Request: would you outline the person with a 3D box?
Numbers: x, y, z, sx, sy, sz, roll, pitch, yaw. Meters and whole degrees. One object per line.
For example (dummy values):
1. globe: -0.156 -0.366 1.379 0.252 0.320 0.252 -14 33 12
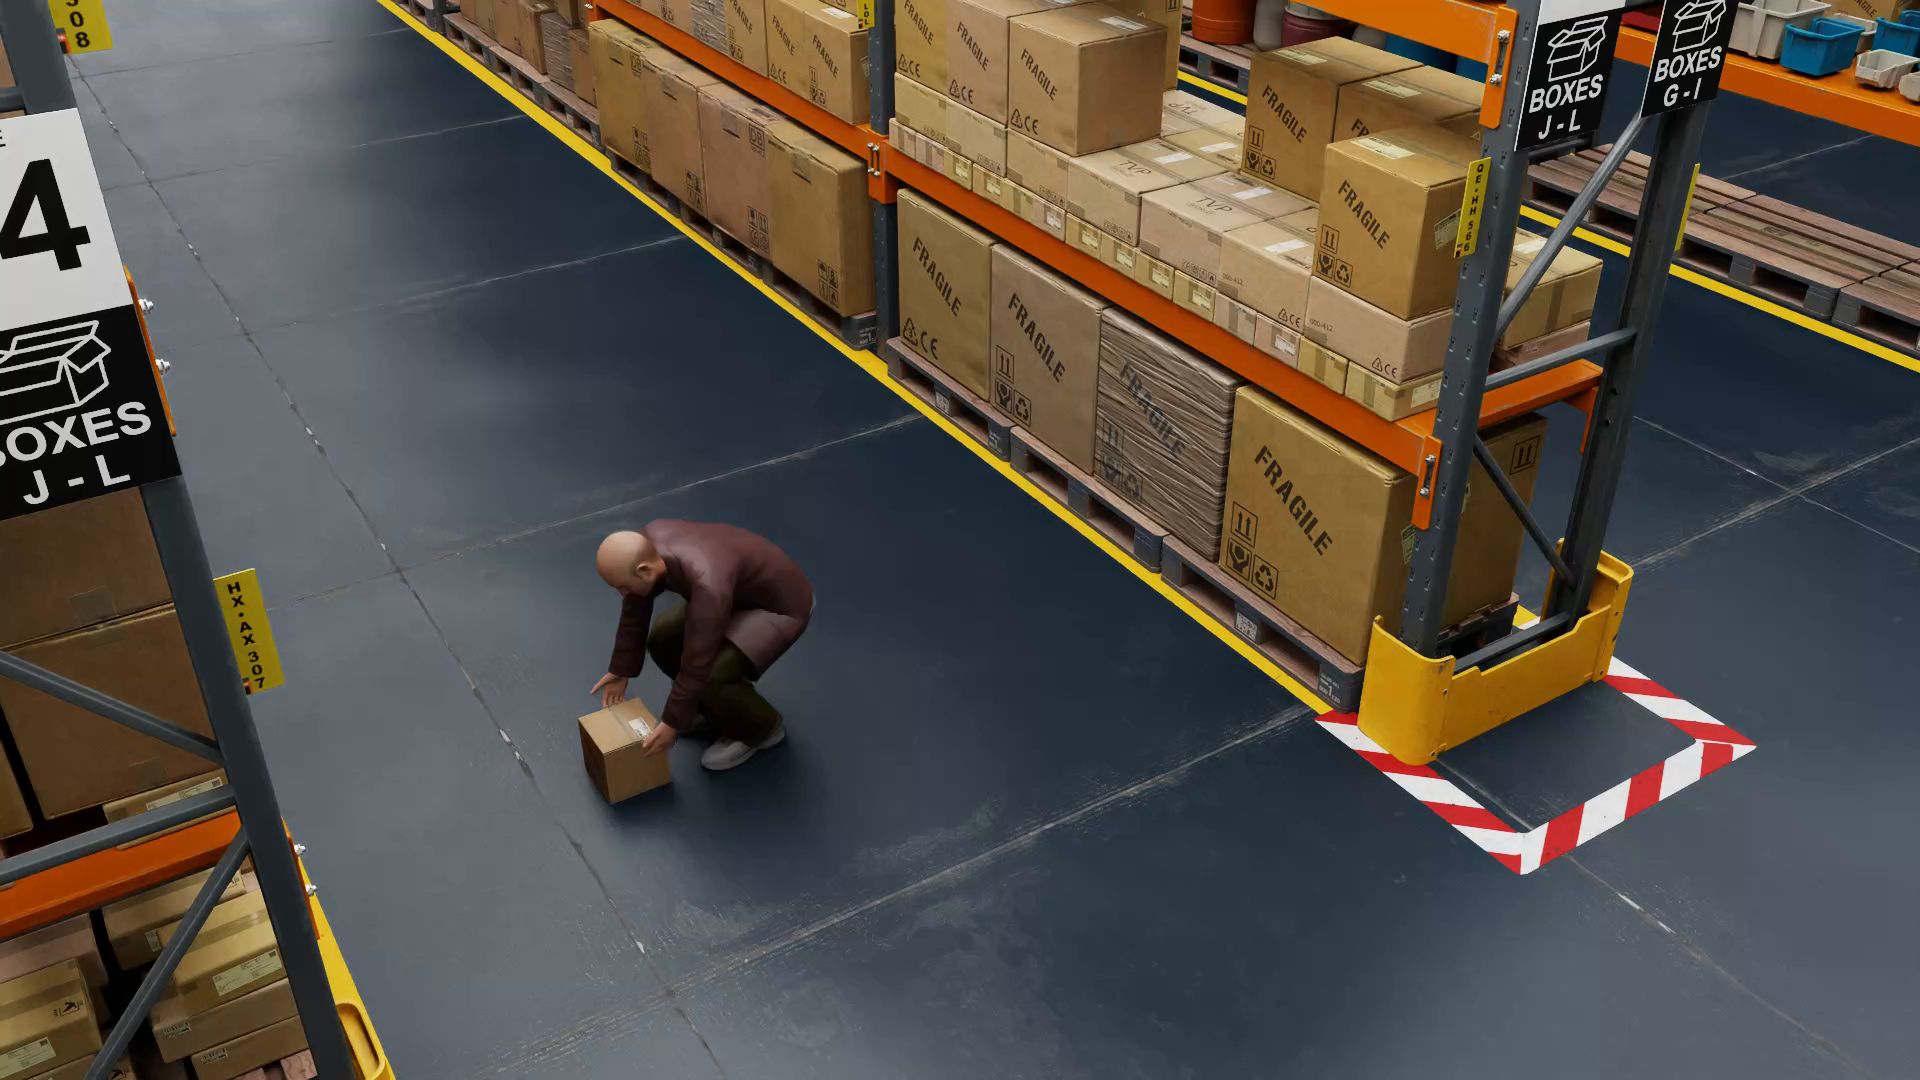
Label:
1. person: -0.938 0.338 6.252 0.860 1.099 0.615 -19 37 -27
